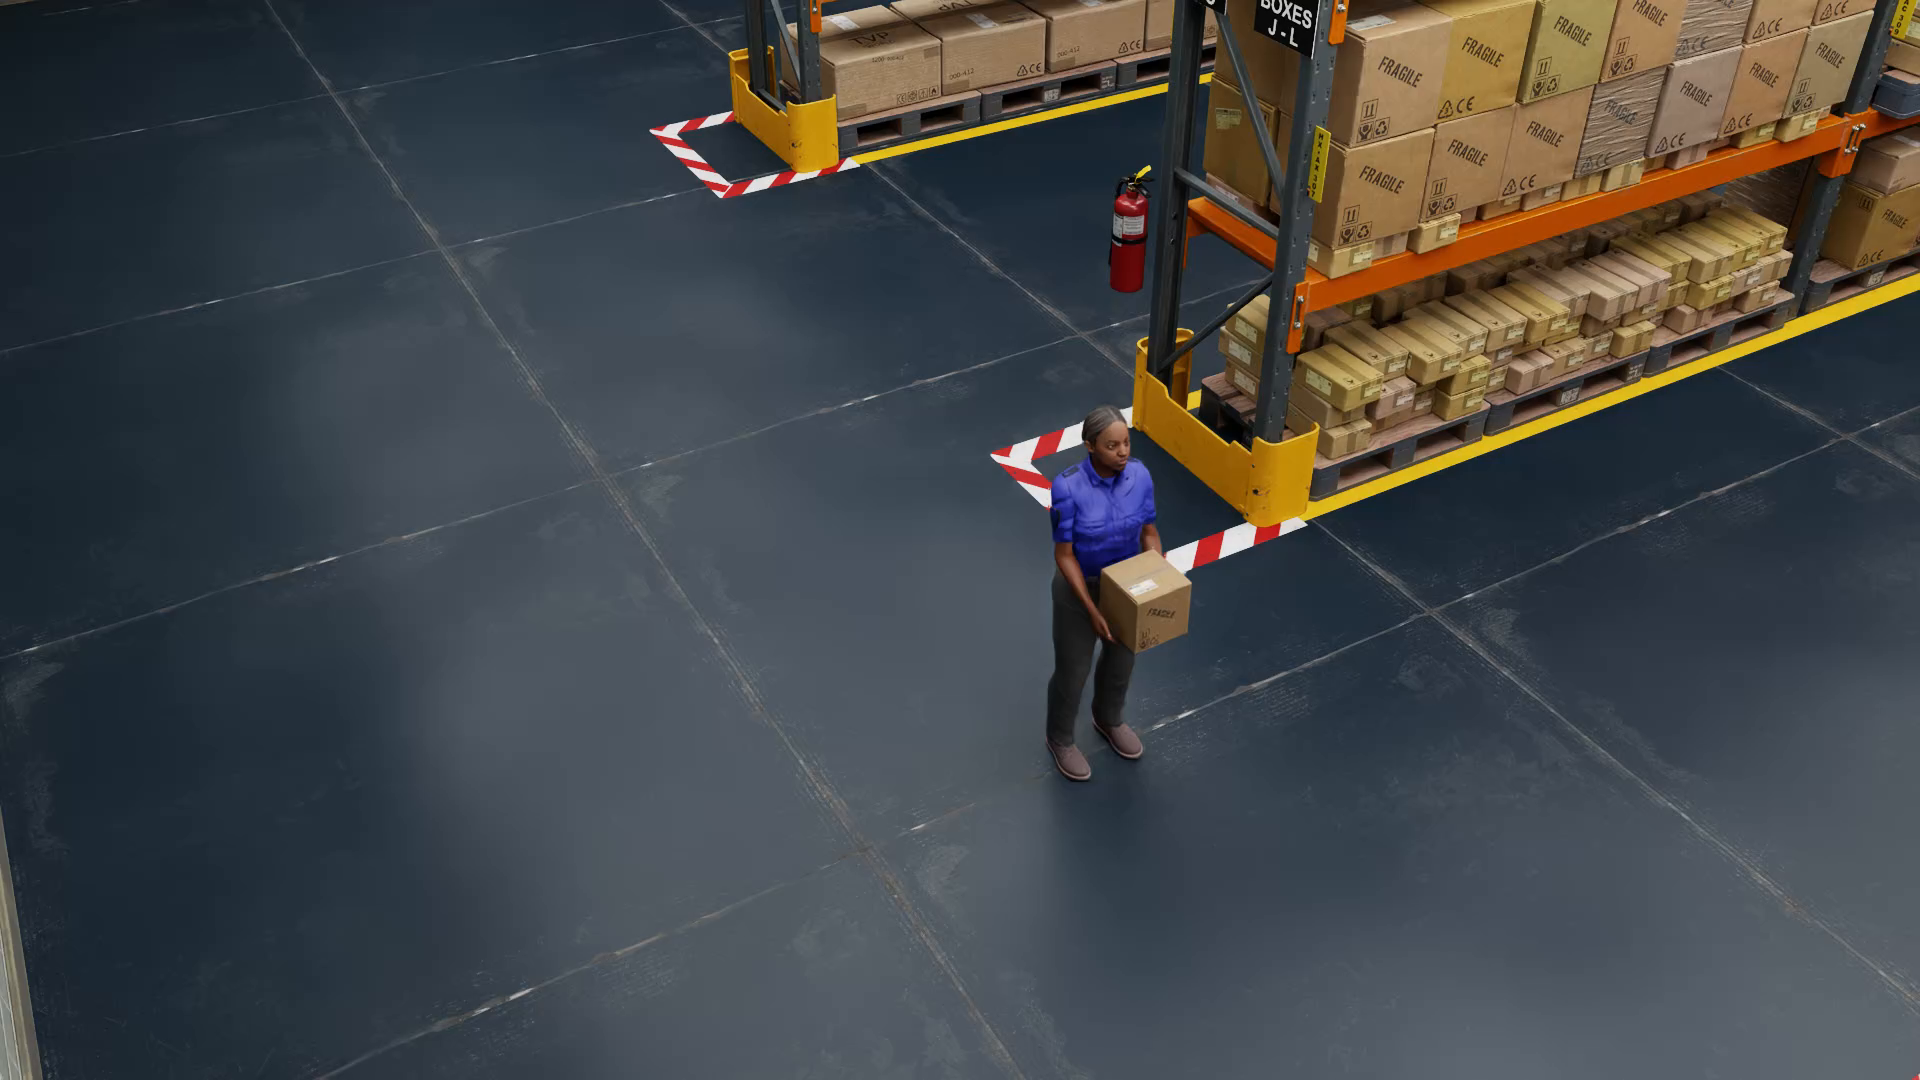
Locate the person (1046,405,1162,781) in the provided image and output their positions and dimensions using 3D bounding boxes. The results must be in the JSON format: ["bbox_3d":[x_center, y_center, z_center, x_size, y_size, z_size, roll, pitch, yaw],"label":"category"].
[{"bbox_3d":[0.594,0.252,6.598,0.456,1.655,0.507,-15,39,-18],"label":"person"}]
